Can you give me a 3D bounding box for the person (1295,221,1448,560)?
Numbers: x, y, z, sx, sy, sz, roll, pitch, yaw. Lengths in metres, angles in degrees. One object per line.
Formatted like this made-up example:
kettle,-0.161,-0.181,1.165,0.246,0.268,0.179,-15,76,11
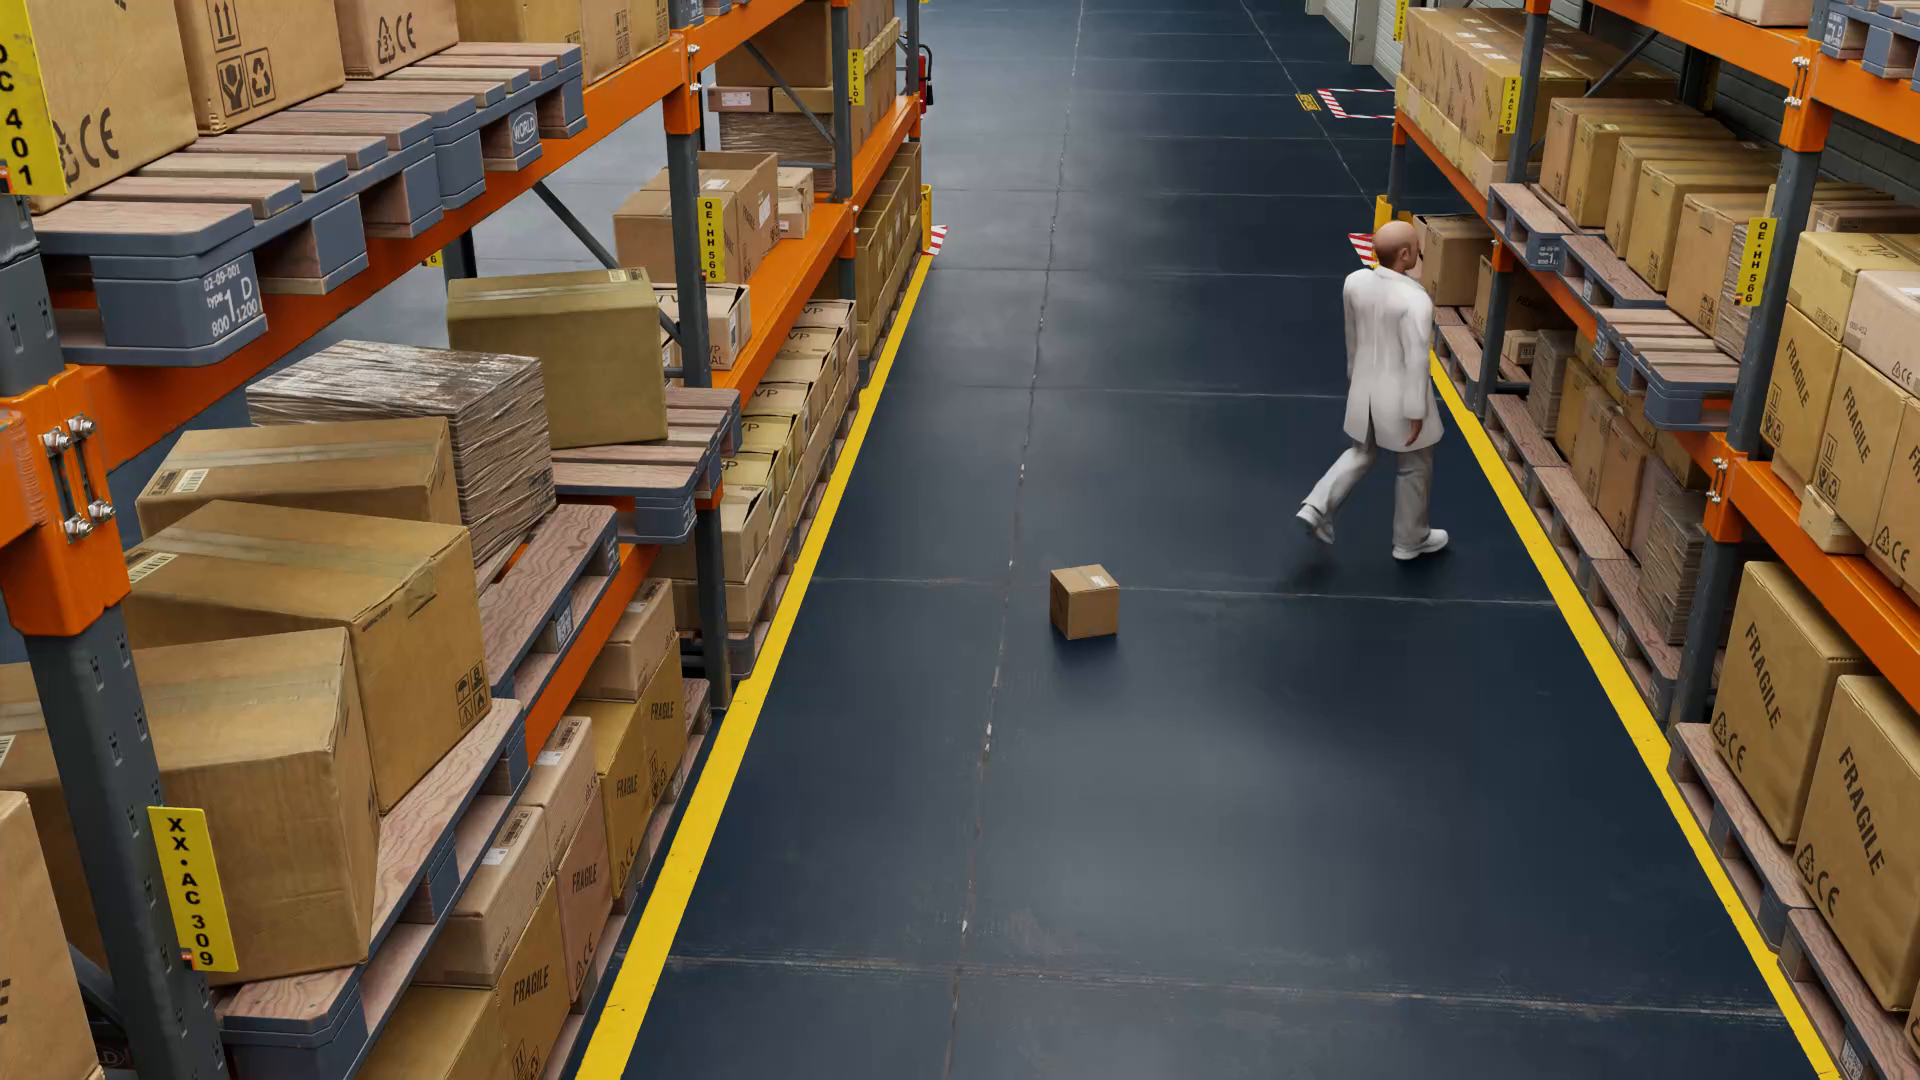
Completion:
person,2.123,-0.720,8.192,0.867,1.754,0.590,-17,29,-32
